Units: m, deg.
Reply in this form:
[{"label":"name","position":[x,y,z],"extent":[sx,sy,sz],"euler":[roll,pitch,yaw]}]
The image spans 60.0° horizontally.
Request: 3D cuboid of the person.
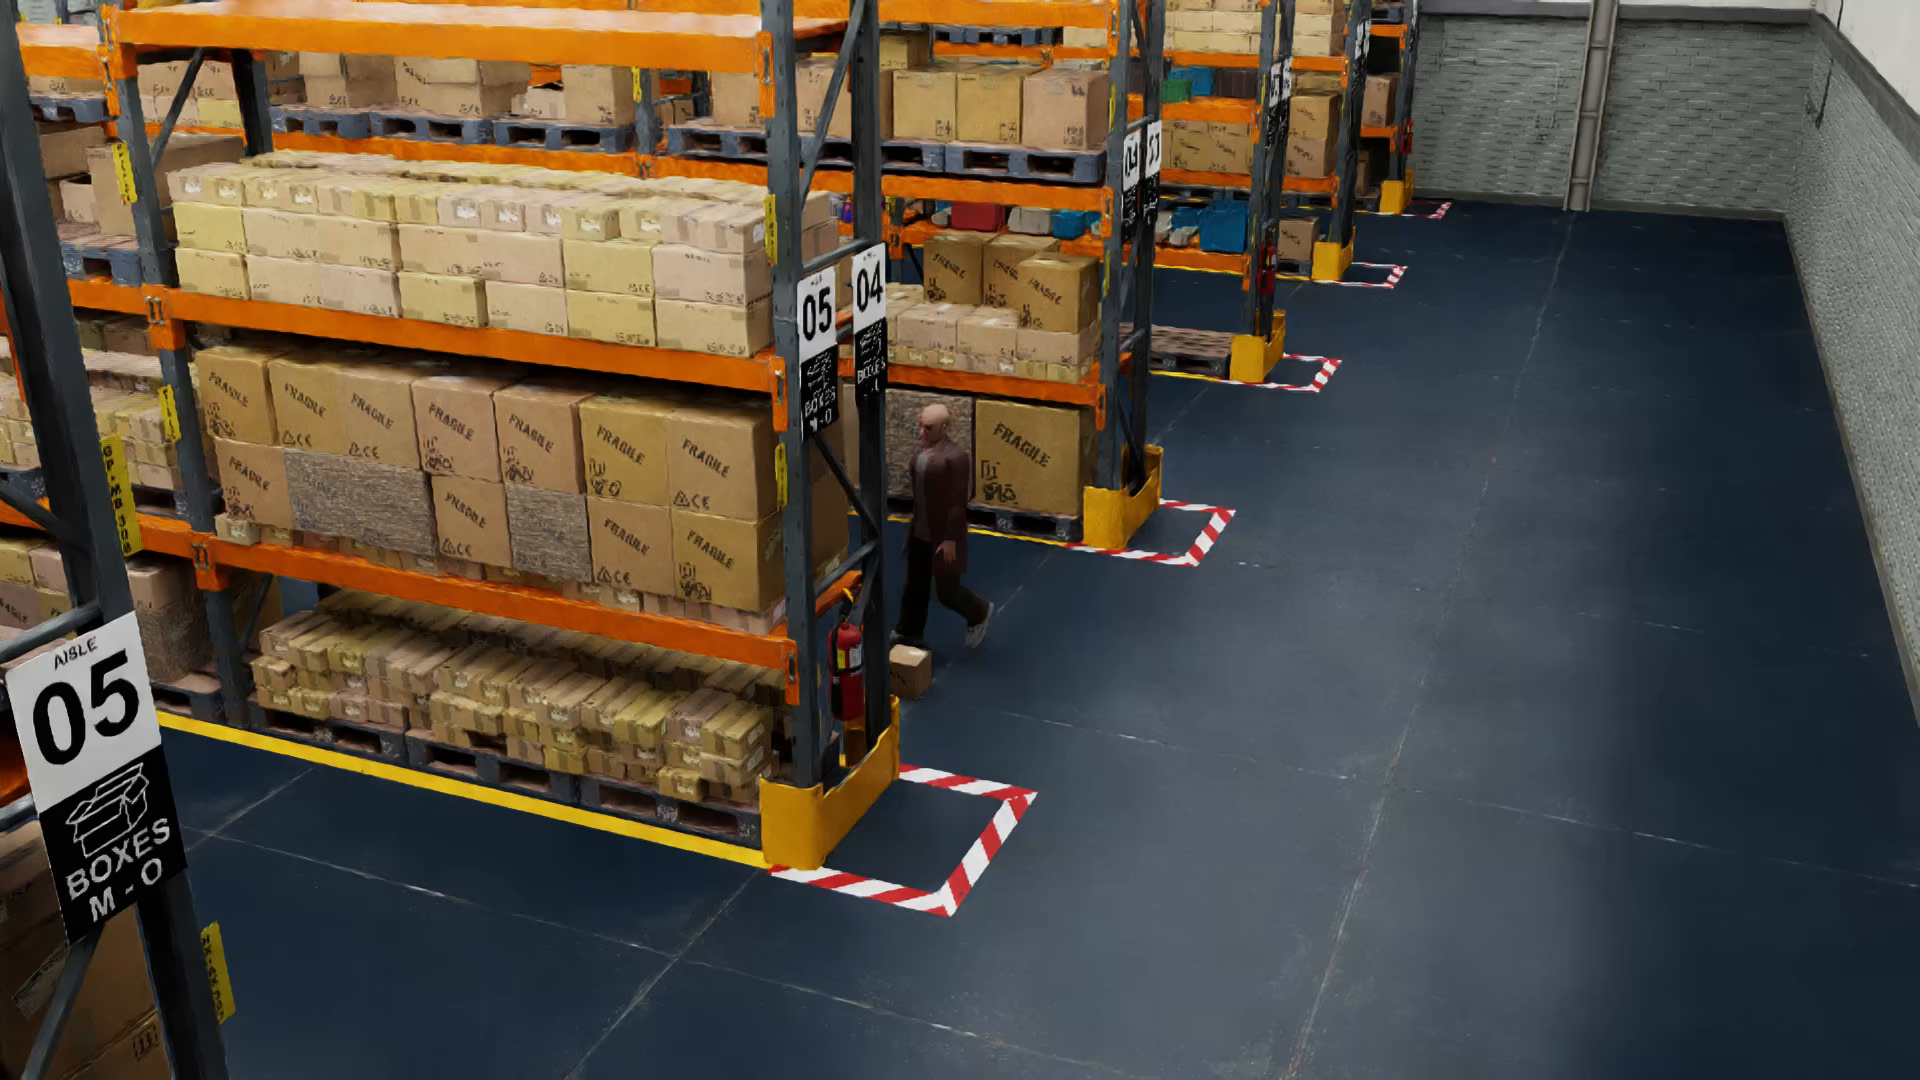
[{"label":"person","position":[-0.137,-0.069,11.091],"extent":[0.704,1.770,0.695],"euler":[-18,28,-37]}]
